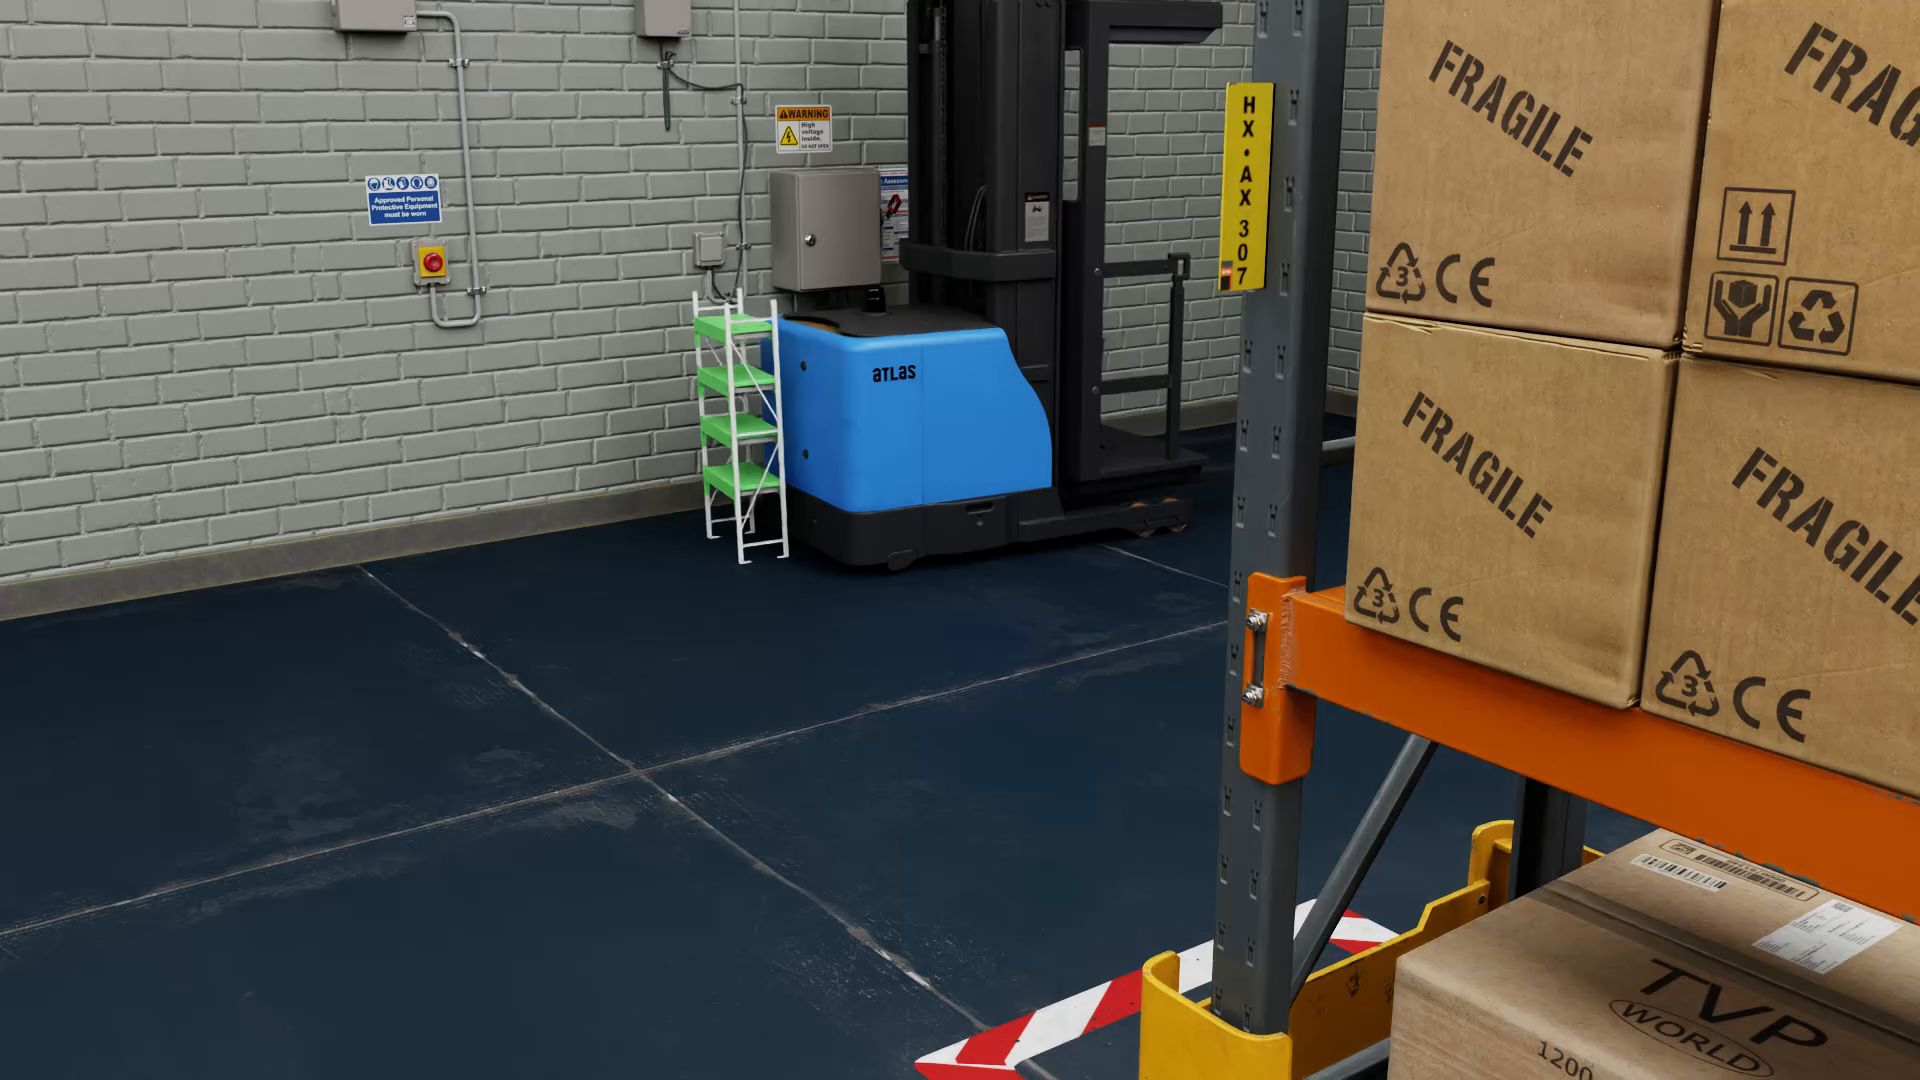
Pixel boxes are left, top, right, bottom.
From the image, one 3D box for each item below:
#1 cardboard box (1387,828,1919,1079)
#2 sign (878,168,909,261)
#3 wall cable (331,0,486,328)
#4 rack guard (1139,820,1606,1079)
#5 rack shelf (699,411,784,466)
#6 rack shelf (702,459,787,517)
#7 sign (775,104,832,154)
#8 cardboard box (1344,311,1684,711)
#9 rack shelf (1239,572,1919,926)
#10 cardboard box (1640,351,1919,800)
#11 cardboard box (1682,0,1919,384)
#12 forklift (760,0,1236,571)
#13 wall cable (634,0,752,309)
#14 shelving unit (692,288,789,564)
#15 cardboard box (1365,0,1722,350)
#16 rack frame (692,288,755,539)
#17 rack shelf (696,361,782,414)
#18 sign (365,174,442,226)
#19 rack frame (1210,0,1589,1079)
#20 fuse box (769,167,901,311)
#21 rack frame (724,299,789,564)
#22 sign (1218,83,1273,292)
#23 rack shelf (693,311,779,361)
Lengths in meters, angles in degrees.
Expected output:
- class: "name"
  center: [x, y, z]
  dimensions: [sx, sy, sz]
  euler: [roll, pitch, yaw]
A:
- class: "cardboard box"
  center: [1.380, 0.964, 2.928]
  dimensions: [0.875, 0.438, 0.875]
  euler: [-12, 19, -36]
- class: "sign"
  center: [-0.361, -1.765, 9.021]
  dimensions: [0.329, 0.494, 0.001]
  euler: [-11, 19, -35]
- class: "wall cable"
  center: [-2.424, -1.900, 7.351]
  dimensions: [0.585, 1.953, 0.123]
  euler: [-11, 19, -35]
- class: "rack guard"
  center: [0.897, 1.006, 3.452]
  dimensions: [1.175, 0.500, 0.348]
  euler: [-11, 19, -35]
- class: "rack shelf"
  center: [-1.025, -0.479, 7.786]
  dimensions: [0.258, 0.148, 0.480]
  euler: [-8, 17, -24]
- class: "rack shelf"
  center: [-1.021, -0.249, 7.851]
  dimensions: [0.258, 0.148, 0.480]
  euler: [-8, 17, -24]
- class: "sign"
  center: [-0.805, -2.123, 8.588]
  dimensions: [0.339, 0.242, 0.001]
  euler: [-11, 19, -35]
- class: "cardboard box"
  center: [0.961, -0.095, 2.553]
  dimensions: [0.500, 0.500, 0.500]
  euler: [-11, 19, -35]
- class: "rack shelf"
  center: [2.087, 0.580, 1.638]
  dimensions: [1.077, 0.370, 4.000]
  euler: [-11, 19, -35]
- class: "cardboard box"
  center: [1.281, 0.008, 2.174]
  dimensions: [0.500, 0.500, 0.500]
  euler: [-11, 19, -35]
- class: "cardboard box"
  center: [1.272, -0.469, 2.023]
  dimensions: [0.500, 0.500, 0.500]
  euler: [-11, 19, -36]
- class: "forklift"
  center: [0.561, -1.541, 8.155]
  dimensions: [3.031, 2.935, 1.130]
  euler: [-9, 18, -29]
- class: "wall cable"
  center: [-1.283, -2.107, 8.169]
  dimensions: [0.588, 1.984, 0.122]
  euler: [-11, 19, -35]
- class: "shelving unit"
  center: [-1.027, -0.541, 7.769]
  dimensions: [0.258, 1.200, 0.503]
  euler: [-8, 17, -24]
- class: "cardboard box"
  center: [0.963, -0.578, 2.422]
  dimensions: [0.500, 0.500, 0.500]
  euler: [-11, 19, -36]
- class: "rack frame"
  center: [-1.131, -0.599, 7.981]
  dimensions: [0.240, 1.200, 0.015]
  euler: [-8, 17, -24]
- class: "rack shelf"
  center: [-1.030, -0.710, 7.721]
  dimensions: [0.258, 0.148, 0.480]
  euler: [-8, 17, -24]
- class: "sign"
  center: [-2.499, -1.531, 7.474]
  dimensions: [0.327, 0.218, 0.001]
  euler: [-11, 19, -35]
- class: "rack frame"
  center: [0.911, -0.194, 3.103]
  dimensions: [1.000, 3.000, 0.127]
  euler: [-11, 19, -35]
- class: "fuse box"
  center: [-0.639, -1.068, 8.737]
  dimensions: [0.539, 1.711, 0.414]
  euler: [-11, 19, -35]
- class: "rack frame"
  center: [-0.922, -0.483, 7.556]
  dimensions: [0.240, 1.200, 0.015]
  euler: [-8, 17, -24]
- class: "sign"
  center: [0.458, -0.565, 2.669]
  dimensions: [0.100, 0.325, 0.005]
  euler: [-11, 19, -35]
- class: "rack shelf"
  center: [-1.034, -0.941, 7.655]
  dimensions: [0.258, 0.148, 0.480]
  euler: [-8, 17, -24]
